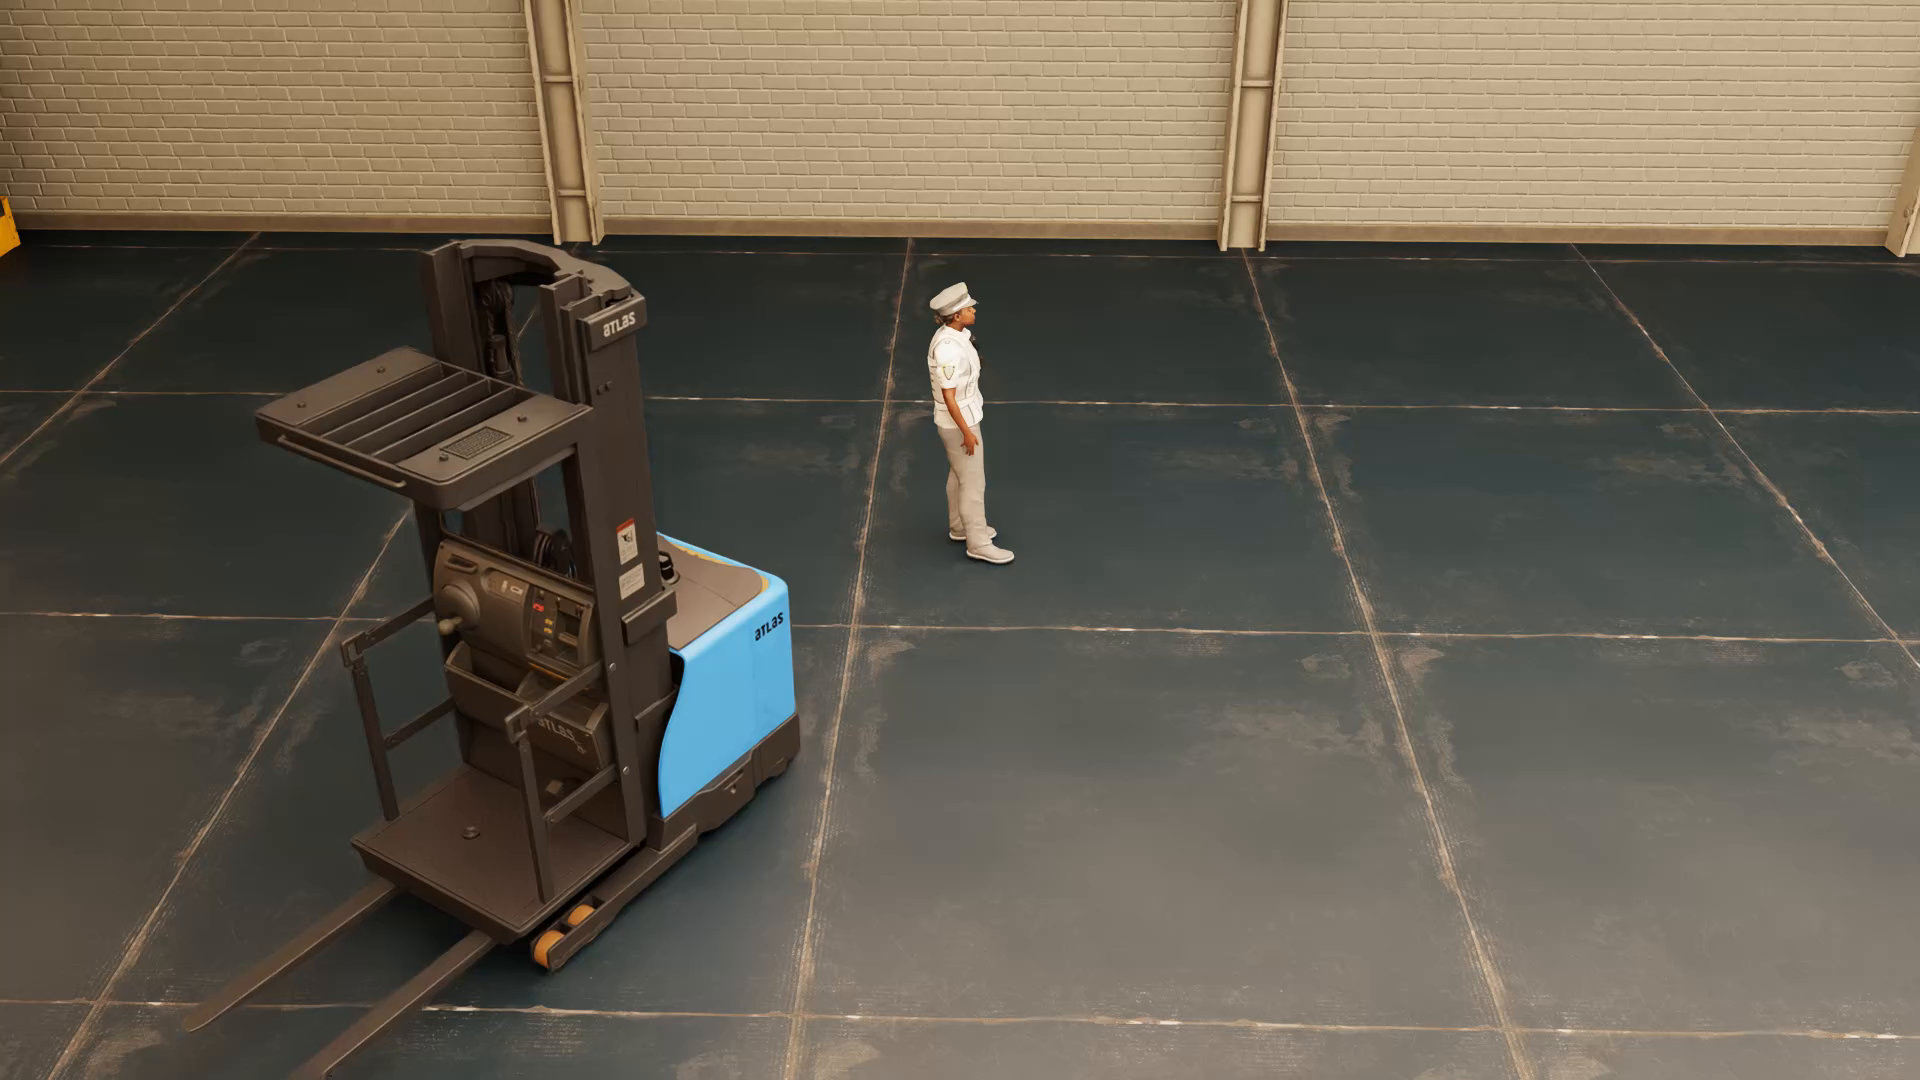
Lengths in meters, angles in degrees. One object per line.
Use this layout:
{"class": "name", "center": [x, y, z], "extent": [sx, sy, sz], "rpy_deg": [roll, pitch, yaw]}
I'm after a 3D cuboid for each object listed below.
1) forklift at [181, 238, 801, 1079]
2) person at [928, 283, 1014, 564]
{"class": "forklift", "center": [-2.047, 0.346, 7.027], "extent": [1.130, 2.935, 3.031], "rpy_deg": [18, 35, 28]}
{"class": "person", "center": [0.075, -0.725, 10.047], "extent": [0.528, 1.695, 0.569], "rpy_deg": [1, 31, 1]}
